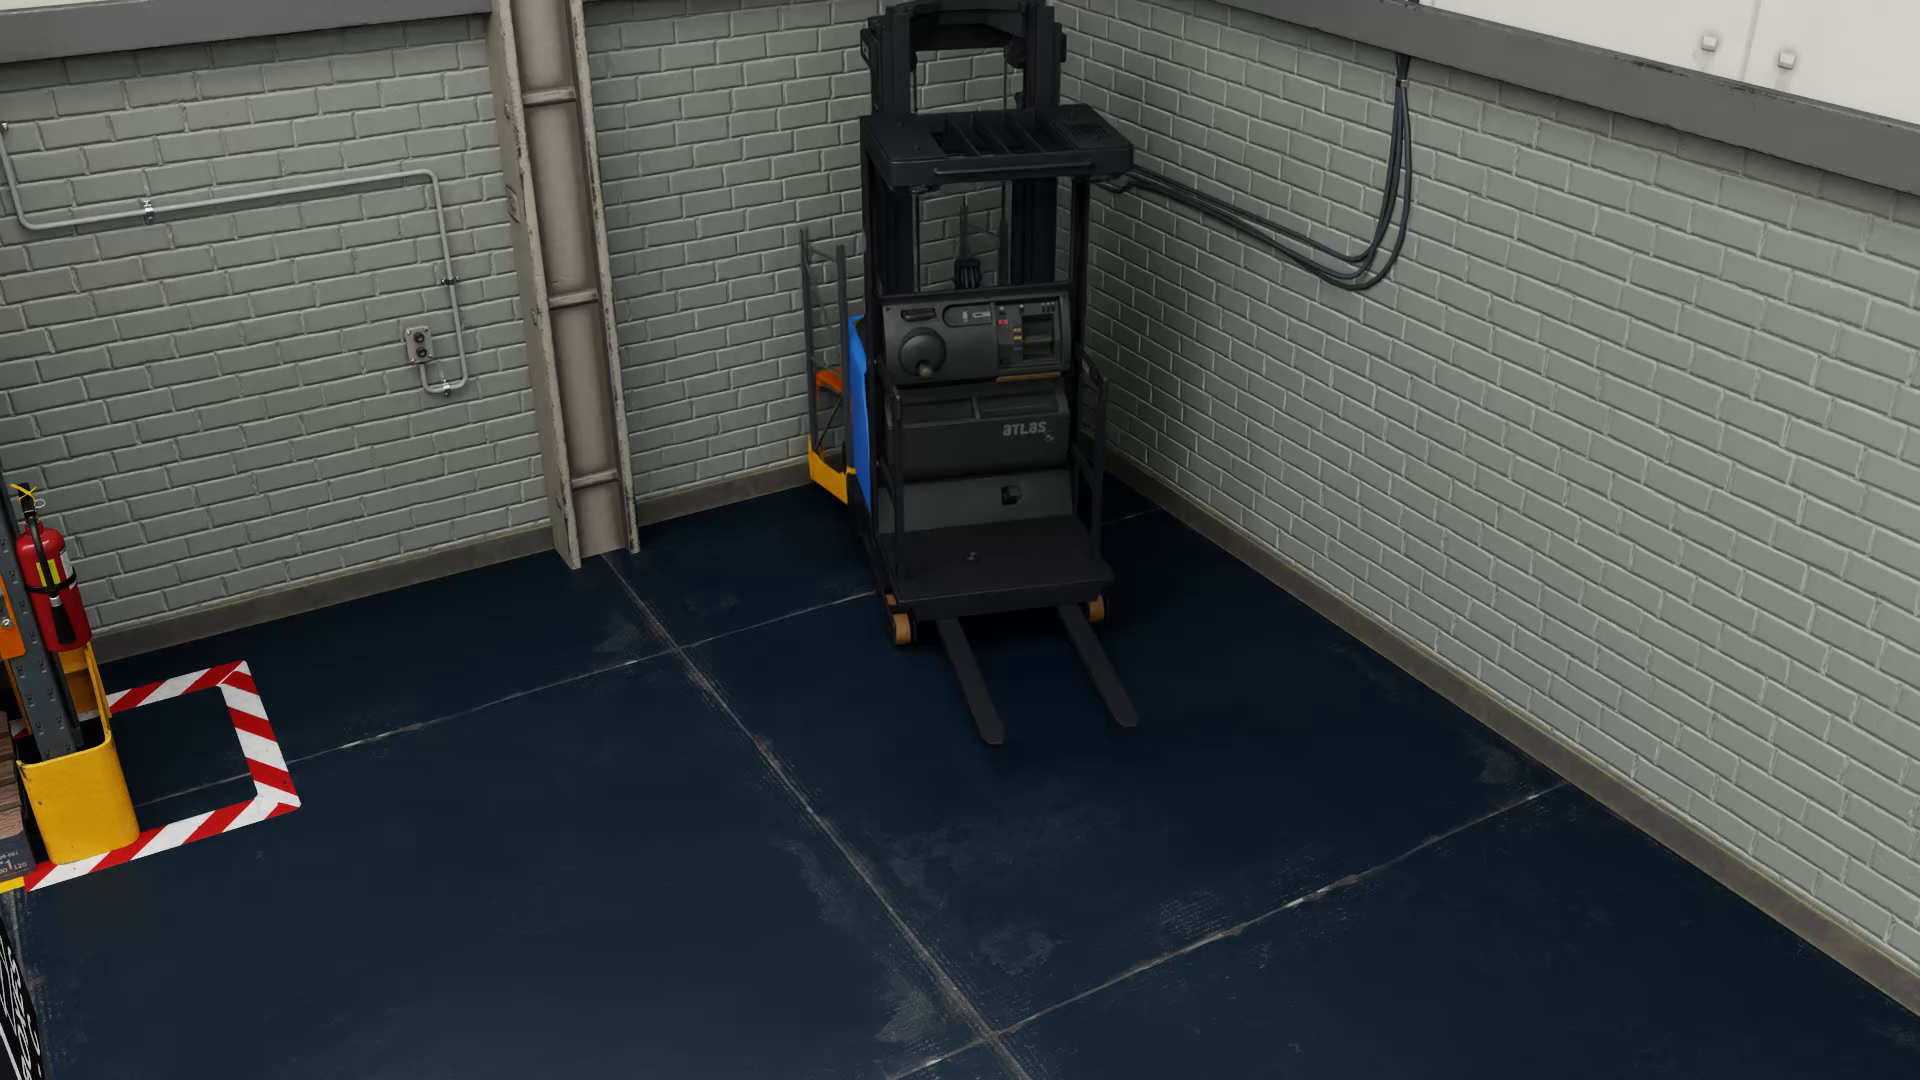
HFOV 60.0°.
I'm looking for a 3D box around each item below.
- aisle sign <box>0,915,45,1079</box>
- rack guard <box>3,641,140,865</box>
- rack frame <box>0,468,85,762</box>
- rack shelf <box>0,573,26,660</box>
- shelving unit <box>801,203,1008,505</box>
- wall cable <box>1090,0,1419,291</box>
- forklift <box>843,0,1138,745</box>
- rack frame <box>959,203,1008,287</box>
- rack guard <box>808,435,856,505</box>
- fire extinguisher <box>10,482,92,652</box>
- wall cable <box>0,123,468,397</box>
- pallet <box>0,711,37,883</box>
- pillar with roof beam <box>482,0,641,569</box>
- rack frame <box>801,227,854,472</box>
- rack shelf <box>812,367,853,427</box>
[{"bbox_3d":[-1.467,0.540,2.477,0.004,0.787,0.394,-16,33,-26],"label":"aisle sign"},{"bbox_3d":[-3.869,0.843,7.205,0.348,0.500,1.175,-16,33,-26],"label":"rack guard"},{"bbox_3d":[-3.890,-0.246,6.591,0.127,3.000,1.000,-16,33,-26],"label":"rack frame"},{"bbox_3d":[-5.614,0.559,5.877,4.000,0.370,1.077,-16,33,-26],"label":"rack shelf"},{"bbox_3d":[-0.291,-1.073,9.517,1.083,1.500,0.587,-14,28,-27],"label":"shelving unit"},{"bbox_3d":[1.168,-2.748,8.130,0.112,2.526,3.097,-16,33,-26],"label":"wall cable"},{"bbox_3d":[0.134,-0.954,7.946,1.130,2.935,3.031,-6,29,-11],"label":"forklift"},{"bbox_3d":[0.139,-1.183,9.745,0.032,1.500,0.500,-14,28,-27],"label":"rack frame"},{"bbox_3d":[-0.711,-0.394,9.548,0.087,0.250,0.587,-14,28,-27],"label":"rack guard"},{"bbox_3d":[-3.526,0.107,6.418,0.183,0.674,0.296,-16,33,-26],"label":"fire extinguisher"},{"bbox_3d":[-3.265,-1.398,7.627,1.851,1.984,0.084,-16,33,-26],"label":"wall cable"},{"bbox_3d":[-4.539,1.204,6.851,1.213,0.211,1.003,-16,33,-26],"label":"pallet"},{"bbox_3d":[0.181,-2.100,3.742,0.400,9.000,9.100,-16,33,-26],"label":"pillar with roof beam"},{"bbox_3d":[-0.737,-0.958,9.281,0.032,1.500,0.500,-14,28,-27],"label":"rack frame"},{"bbox_3d":[-0.296,-0.907,9.587,1.000,0.185,0.538,-14,28,-27],"label":"rack shelf"}]
